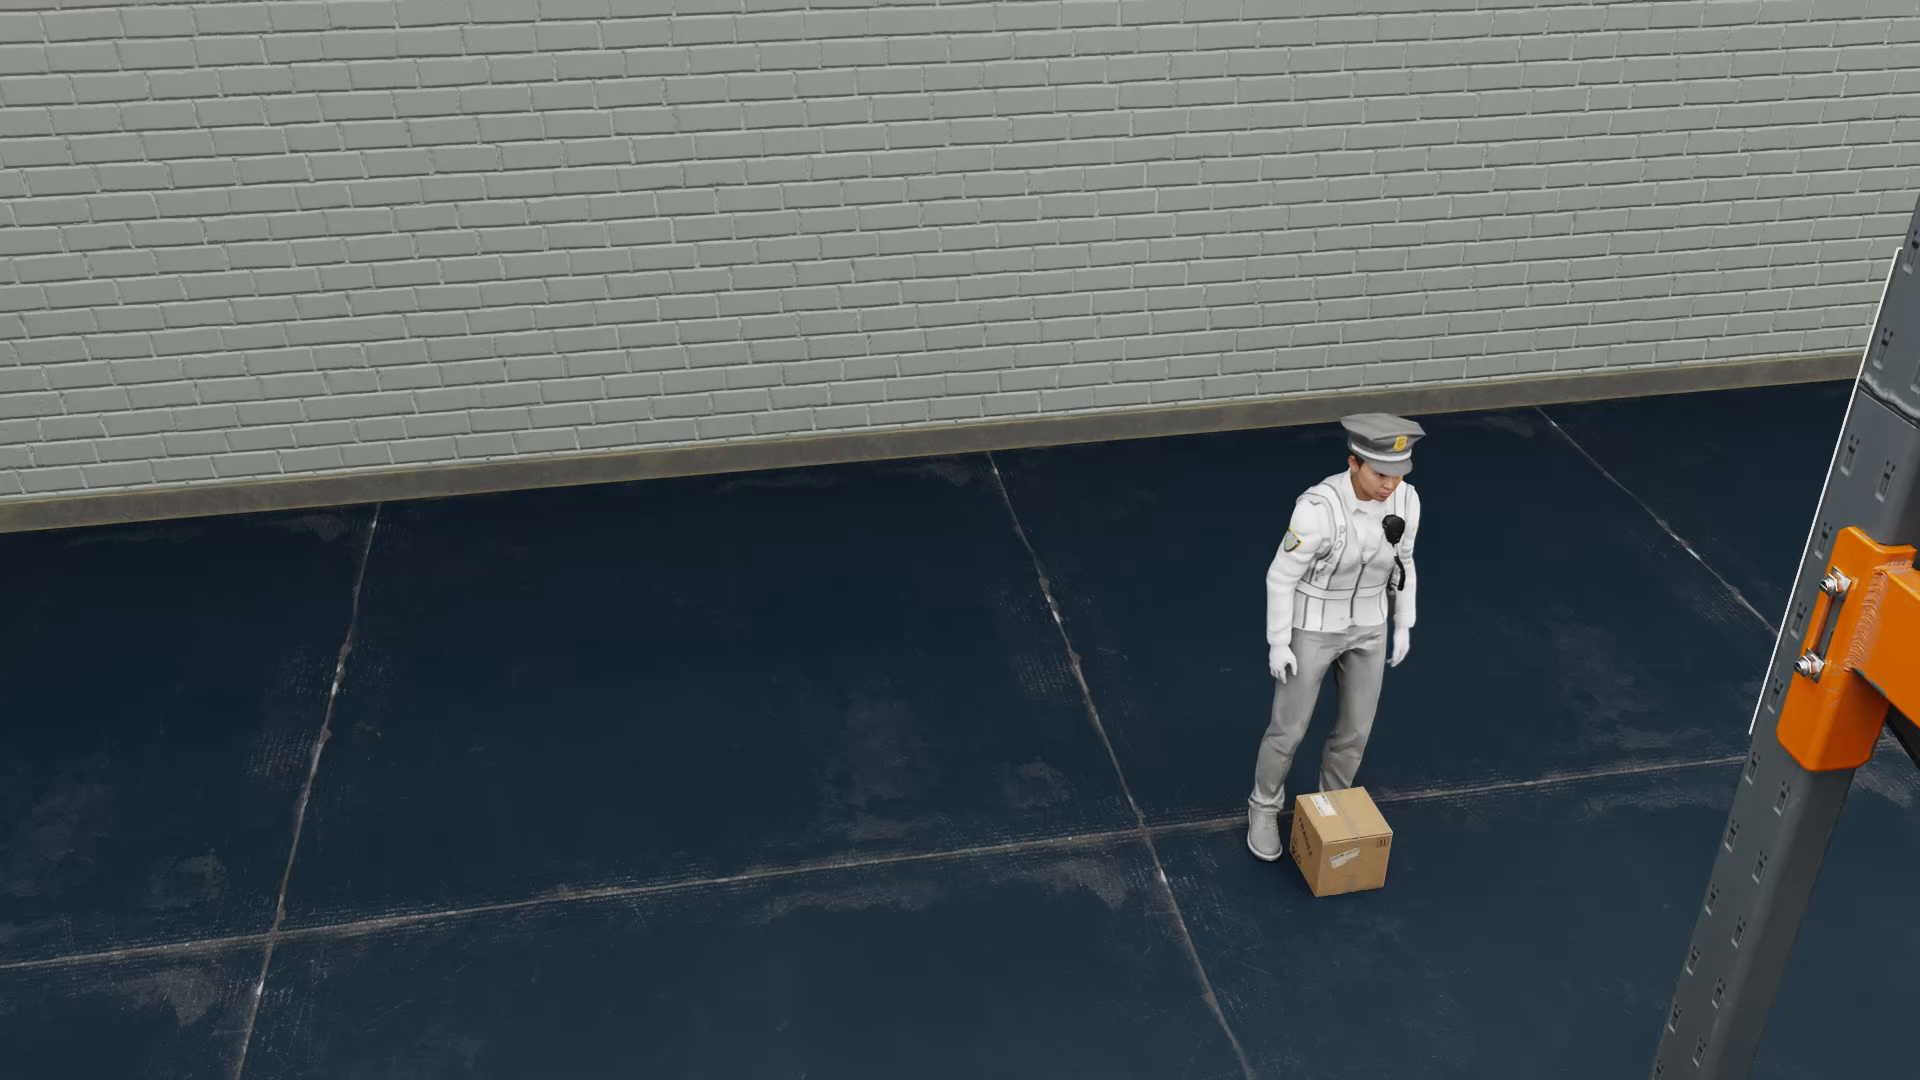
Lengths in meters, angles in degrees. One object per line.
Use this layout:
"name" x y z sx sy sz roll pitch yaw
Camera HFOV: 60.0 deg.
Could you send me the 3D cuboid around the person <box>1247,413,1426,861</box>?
"person" 1.278 0.325 5.582 0.547 1.666 0.410 -7 32 -12
